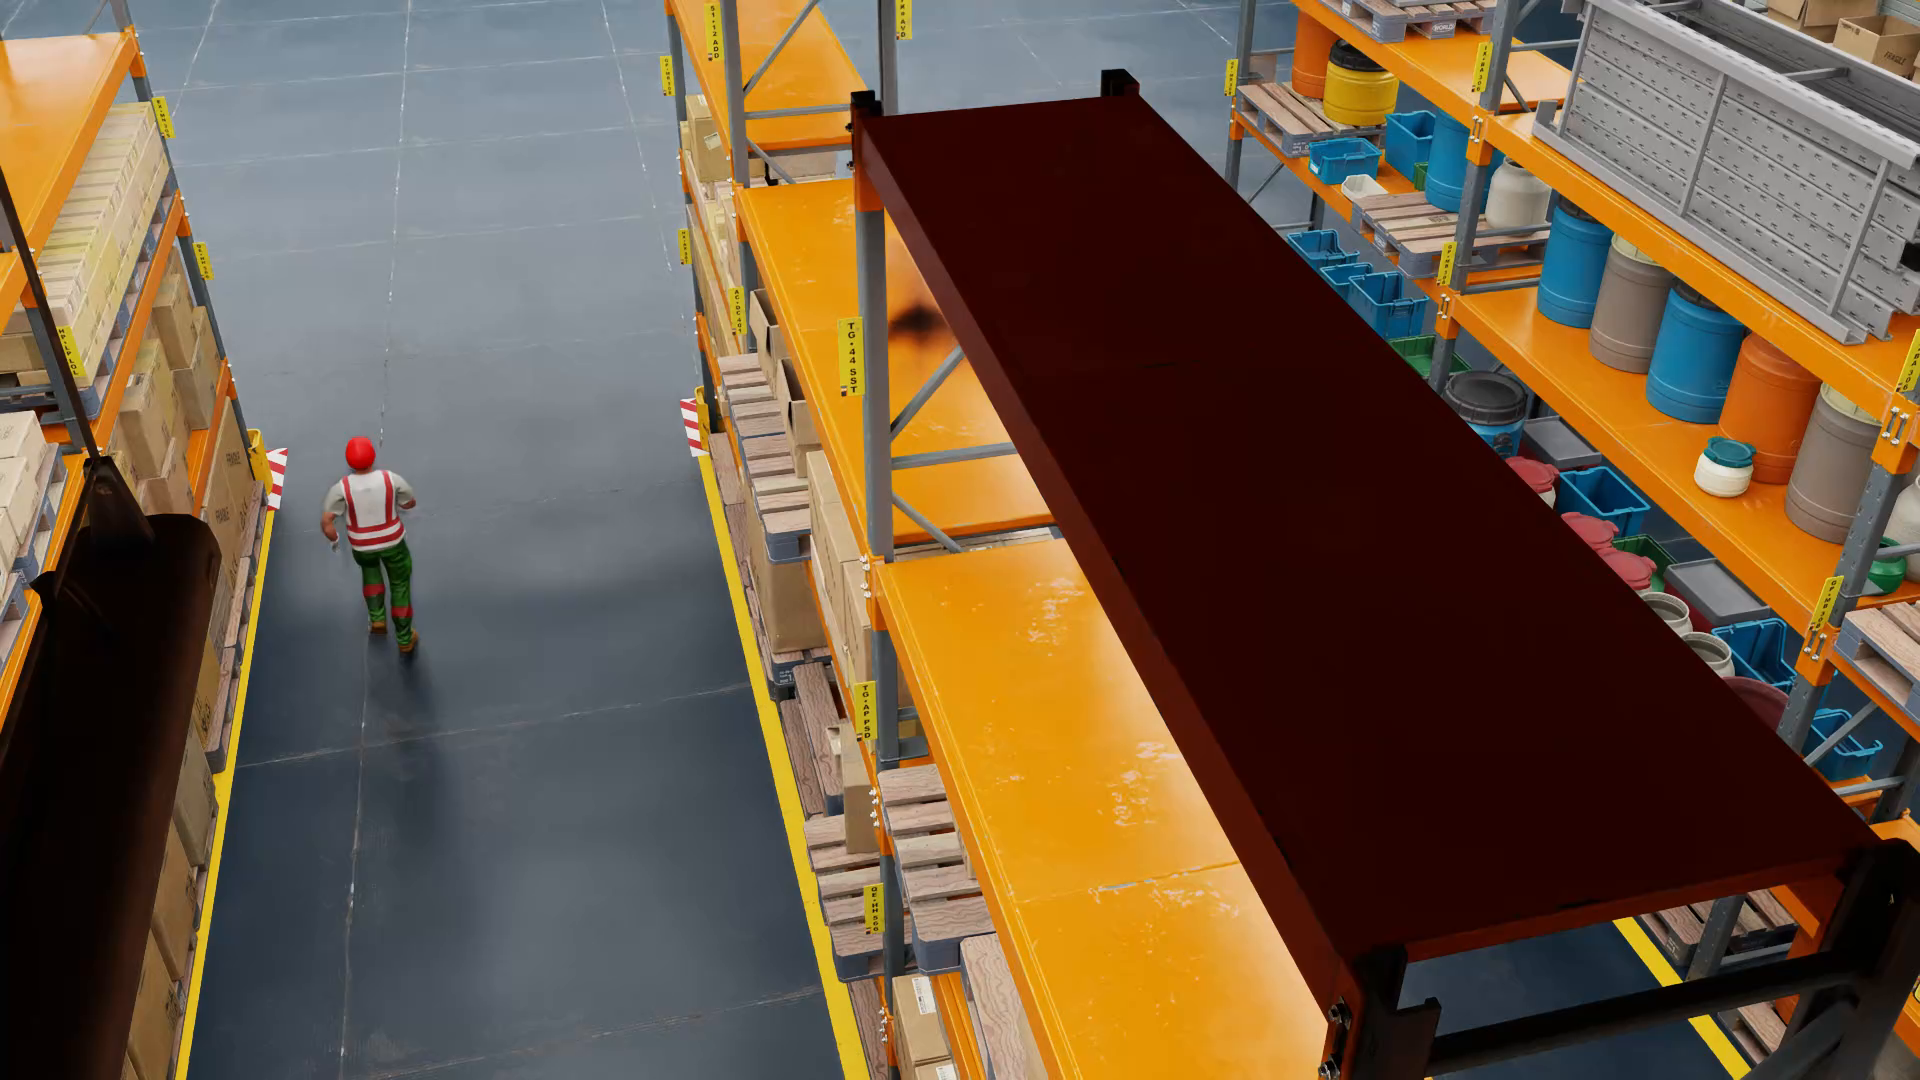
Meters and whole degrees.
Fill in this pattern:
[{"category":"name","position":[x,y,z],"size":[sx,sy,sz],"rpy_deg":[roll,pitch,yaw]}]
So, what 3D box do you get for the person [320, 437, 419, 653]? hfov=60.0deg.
[{"category":"person","position":[-4.380,0.010,12.513],"size":[0.652,1.826,0.714],"rpy_deg":[-8,35,-12]}]
